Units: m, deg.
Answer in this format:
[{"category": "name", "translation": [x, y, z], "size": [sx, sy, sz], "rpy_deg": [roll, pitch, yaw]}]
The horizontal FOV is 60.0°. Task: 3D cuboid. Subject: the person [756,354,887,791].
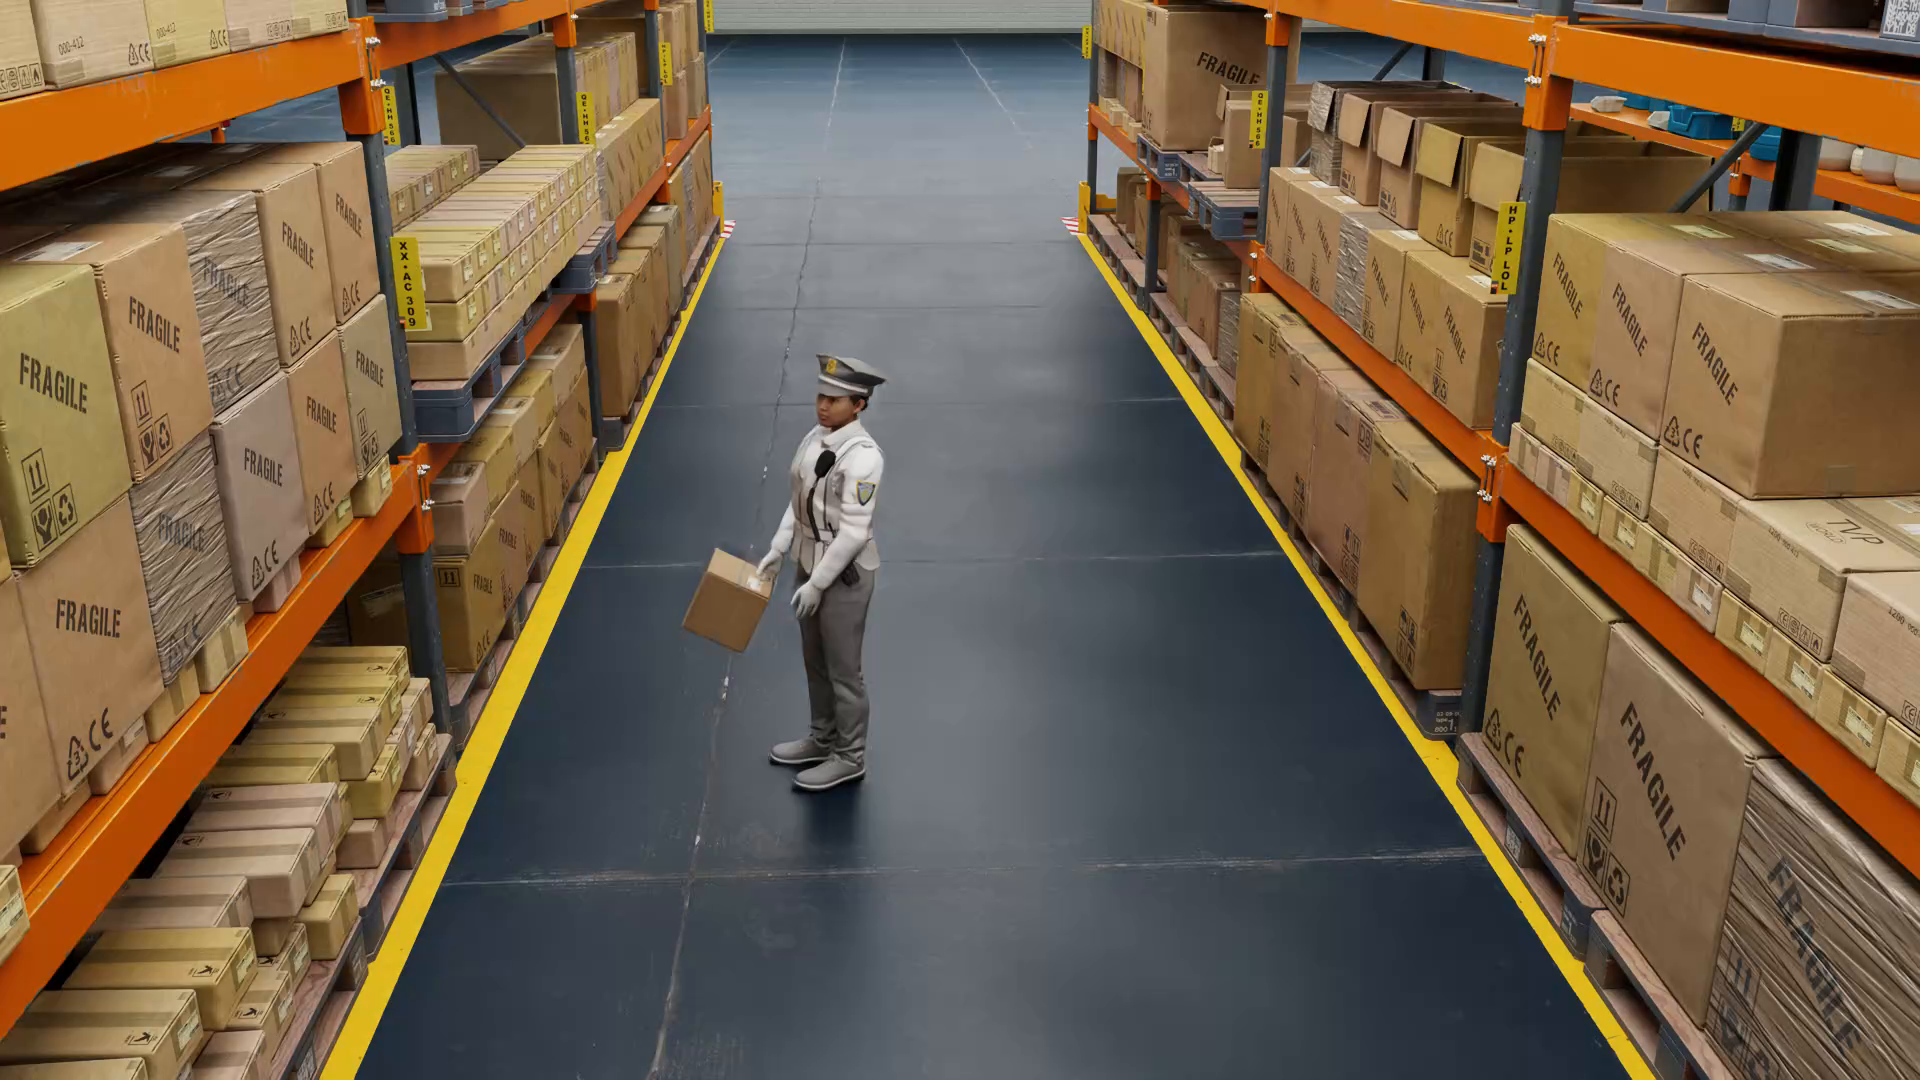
[{"category": "person", "translation": [-0.495, 0.127, 6.176], "size": [0.457, 1.696, 0.542], "rpy_deg": [-10, 23, -24]}]
